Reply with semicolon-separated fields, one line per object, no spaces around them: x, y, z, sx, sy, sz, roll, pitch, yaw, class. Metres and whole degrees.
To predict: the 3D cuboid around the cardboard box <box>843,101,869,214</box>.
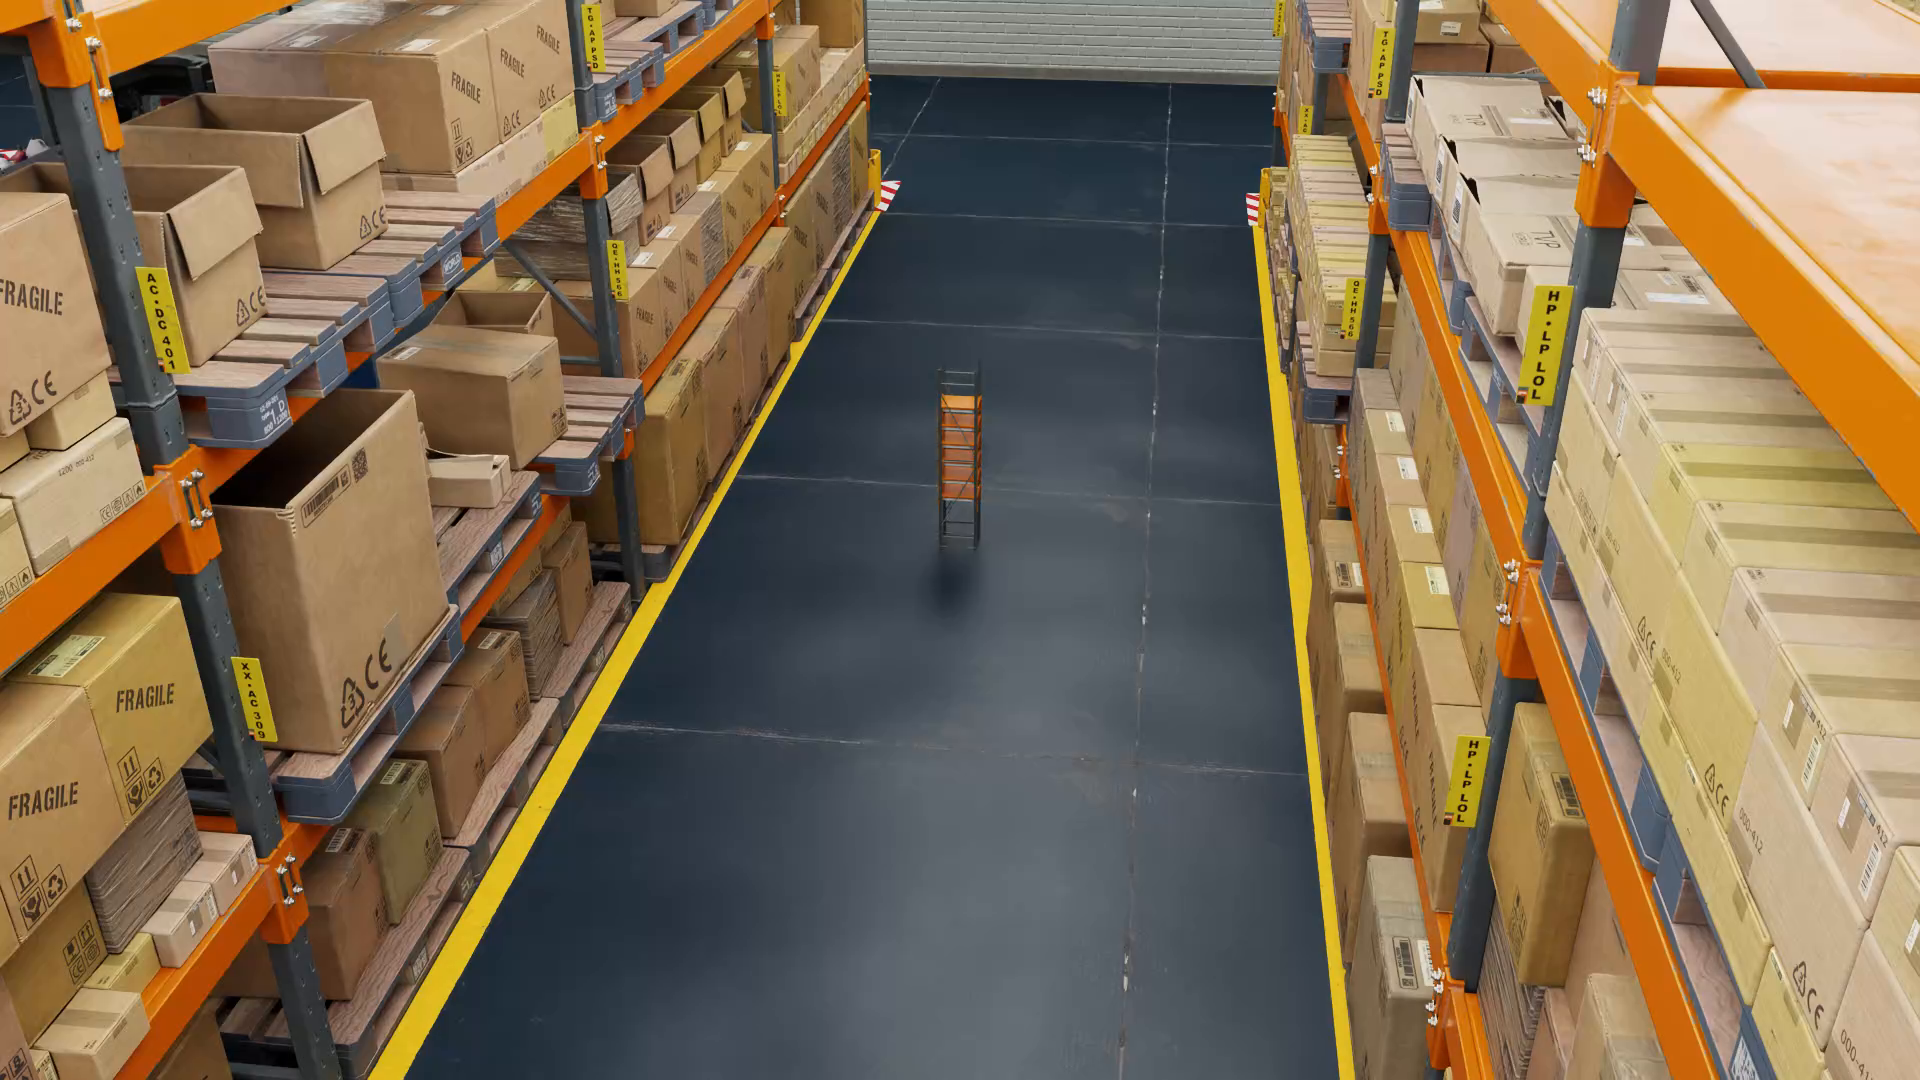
-1.399;-3.711;16.065;0.875;0.875;0.875;3;28;6;cardboard box

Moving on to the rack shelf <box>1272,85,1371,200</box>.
3.265;-3.174;14.029;1.077;0.370;4.000;3;28;6;rack shelf

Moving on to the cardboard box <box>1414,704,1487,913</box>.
1.839;0.912;5.582;0.500;0.500;0.500;3;28;6;cardboard box

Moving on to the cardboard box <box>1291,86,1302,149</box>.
2.864;-3.212;12.923;0.500;0.500;0.500;3;28;5;cardboard box

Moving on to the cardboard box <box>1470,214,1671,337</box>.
1.973;-0.861;5.424;0.500;0.250;0.500;3;28;6;cardboard box

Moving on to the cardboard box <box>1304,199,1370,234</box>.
2.329;-1.991;10.269;0.380;0.149;0.250;4;29;8;cardboard box

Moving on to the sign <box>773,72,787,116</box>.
-1.350;-3.333;12.428;0.100;0.325;0.005;3;28;6;sign

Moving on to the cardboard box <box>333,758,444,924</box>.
-2.696;1.277;7.182;0.700;0.500;0.500;3;28;6;cardboard box

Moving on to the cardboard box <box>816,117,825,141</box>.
-1.365;-3.504;14.149;0.380;0.149;0.250;4;29;7;cardboard box

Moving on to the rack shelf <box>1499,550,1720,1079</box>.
1.795;1.154;2.833;1.077;0.370;4.000;3;28;6;rack shelf

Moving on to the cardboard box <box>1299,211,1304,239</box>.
2.360;-1.978;10.559;0.380;0.149;0.250;3;28;5;cardboard box

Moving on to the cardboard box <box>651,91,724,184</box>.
-2.055;-2.747;11.315;0.797;0.503;0.637;4;29;7;cardboard box

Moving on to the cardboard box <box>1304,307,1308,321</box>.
2.605;-1.380;11.343;0.500;0.250;0.500;4;29;8;cardboard box

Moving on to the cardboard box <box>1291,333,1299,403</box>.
2.667;-1.301;11.987;0.500;0.500;0.500;4;29;8;cardboard box

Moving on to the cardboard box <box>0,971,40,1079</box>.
-3.044;1.389;4.383;0.875;0.500;0.500;3;28;6;cardboard box

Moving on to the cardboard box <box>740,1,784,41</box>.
-1.845;-4.473;14.736;0.500;0.500;0.500;3;28;5;cardboard box

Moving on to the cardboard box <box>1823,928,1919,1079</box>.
1.457;0.767;2.089;0.500;0.250;0.500;3;28;6;cardboard box

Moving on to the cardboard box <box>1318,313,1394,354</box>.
2.139;-1.130;8.986;0.380;0.149;0.250;4;29;7;cardboard box

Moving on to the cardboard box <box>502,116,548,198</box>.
-2.242;-1.784;7.686;0.500;0.250;0.500;3;28;6;cardboard box

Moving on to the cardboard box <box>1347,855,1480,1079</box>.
2.027;1.725;6.107;1.050;0.750;0.750;3;28;6;cardboard box

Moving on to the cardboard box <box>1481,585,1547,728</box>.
2.095;0.499;5.294;0.700;0.500;0.500;3;28;5;cardboard box

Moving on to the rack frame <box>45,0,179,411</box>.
-2.870;-1.760;4.321;1.000;3.000;0.127;3;28;6;rack frame

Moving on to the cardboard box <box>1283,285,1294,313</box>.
2.764;-1.904;13.164;0.380;0.149;0.250;2;28;4;cardboard box

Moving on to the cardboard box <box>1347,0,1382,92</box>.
2.462;-2.785;9.282;0.500;0.500;0.500;3;28;6;cardboard box

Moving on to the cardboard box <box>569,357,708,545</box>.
-2.275;-0.575;10.244;1.225;0.875;0.875;2;28;4;cardboard box

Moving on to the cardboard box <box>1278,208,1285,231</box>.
2.967;-2.776;14.468;0.380;0.149;0.250;4;29;7;cardboard box

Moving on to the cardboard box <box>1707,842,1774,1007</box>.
1.472;0.646;2.735;0.380;0.149;0.250;4;29;7;cardboard box

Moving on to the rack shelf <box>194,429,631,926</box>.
-2.625;0.256;7.662;1.077;0.370;4.000;3;28;6;rack shelf

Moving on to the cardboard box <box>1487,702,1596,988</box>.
1.961;0.847;4.510;0.875;0.550;0.550;3;28;6;cardboard box

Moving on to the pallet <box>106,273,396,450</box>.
-2.689;-0.641;5.605;1.213;0.211;1.003;3;28;6;pallet

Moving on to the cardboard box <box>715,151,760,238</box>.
-1.744;-2.460;11.841;0.500;0.500;0.500;4;29;8;cardboard box

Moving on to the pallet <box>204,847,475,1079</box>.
-2.776;1.742;7.086;1.003;0.211;1.213;3;28;6;pallet

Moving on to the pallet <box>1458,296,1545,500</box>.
2.104;-0.454;5.261;0.805;0.209;1.217;2;28;4;pallet

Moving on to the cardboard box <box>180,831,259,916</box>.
-2.605;1.110;5.584;0.380;0.149;0.250;3;28;6;cardboard box

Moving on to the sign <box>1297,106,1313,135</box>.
2.481;-2.958;11.957;0.100;0.325;0.005;3;28;6;sign

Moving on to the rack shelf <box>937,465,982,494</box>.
-0.002;-0.377;10.323;0.258;0.103;0.180;3;28;6;rack shelf

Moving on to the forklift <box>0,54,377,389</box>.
-4.618;-1.190;9.660;1.130;2.935;3.031;3;28;5;forklift

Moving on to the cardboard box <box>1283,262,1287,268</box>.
2.956;-2.289;14.192;0.380;0.149;0.250;4;29;7;cardboard box

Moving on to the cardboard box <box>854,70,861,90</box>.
-1.147;-4.348;15.715;0.380;0.149;0.250;4;29;7;cardboard box

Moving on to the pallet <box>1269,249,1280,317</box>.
3.215;-2.215;14.432;1.003;0.211;1.213;3;28;6;pallet

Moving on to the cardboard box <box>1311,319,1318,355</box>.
2.167;-1.116;9.273;0.380;0.149;0.250;3;28;6;cardboard box

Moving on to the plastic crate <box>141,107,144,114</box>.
-6.935;-3.620;14.326;0.437;0.125;0.590;3;28;6;plastic crate

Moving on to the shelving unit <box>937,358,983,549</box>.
-0.002;-0.521;10.245;0.258;1.200;0.189;3;28;6;shelving unit

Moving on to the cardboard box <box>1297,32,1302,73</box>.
2.944;-3.885;13.117;0.500;0.500;0.500;4;29;8;cardboard box

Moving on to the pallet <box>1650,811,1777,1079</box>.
1.778;0.892;2.654;1.003;0.211;1.213;3;28;6;pallet

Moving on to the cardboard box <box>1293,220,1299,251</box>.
2.390;-1.978;10.874;0.380;0.149;0.250;2;28;4;cardboard box

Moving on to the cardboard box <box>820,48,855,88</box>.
-1.259;-4.350;15.299;0.500;0.250;0.500;3;28;5;cardboard box

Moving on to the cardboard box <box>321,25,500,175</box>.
-2.318;-1.873;7.061;0.500;0.500;0.500;4;29;7;cardboard box

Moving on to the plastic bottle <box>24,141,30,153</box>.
-7.274;-2.973;13.022;0.061;0.283;0.133;3;28;6;plastic bottle

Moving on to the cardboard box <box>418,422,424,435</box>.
-2.814;-0.345;7.735;0.500;0.250;0.500;3;28;5;cardboard box

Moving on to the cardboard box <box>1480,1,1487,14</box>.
2.909;-2.907;8.700;0.396;0.266;0.258;3;28;6;cardboard box

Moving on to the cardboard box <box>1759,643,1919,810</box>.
1.472;0.295;2.546;0.380;0.149;0.250;3;28;6;cardboard box

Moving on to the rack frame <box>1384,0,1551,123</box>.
2.530;-3.307;7.193;1.000;3.000;0.127;3;28;6;rack frame
